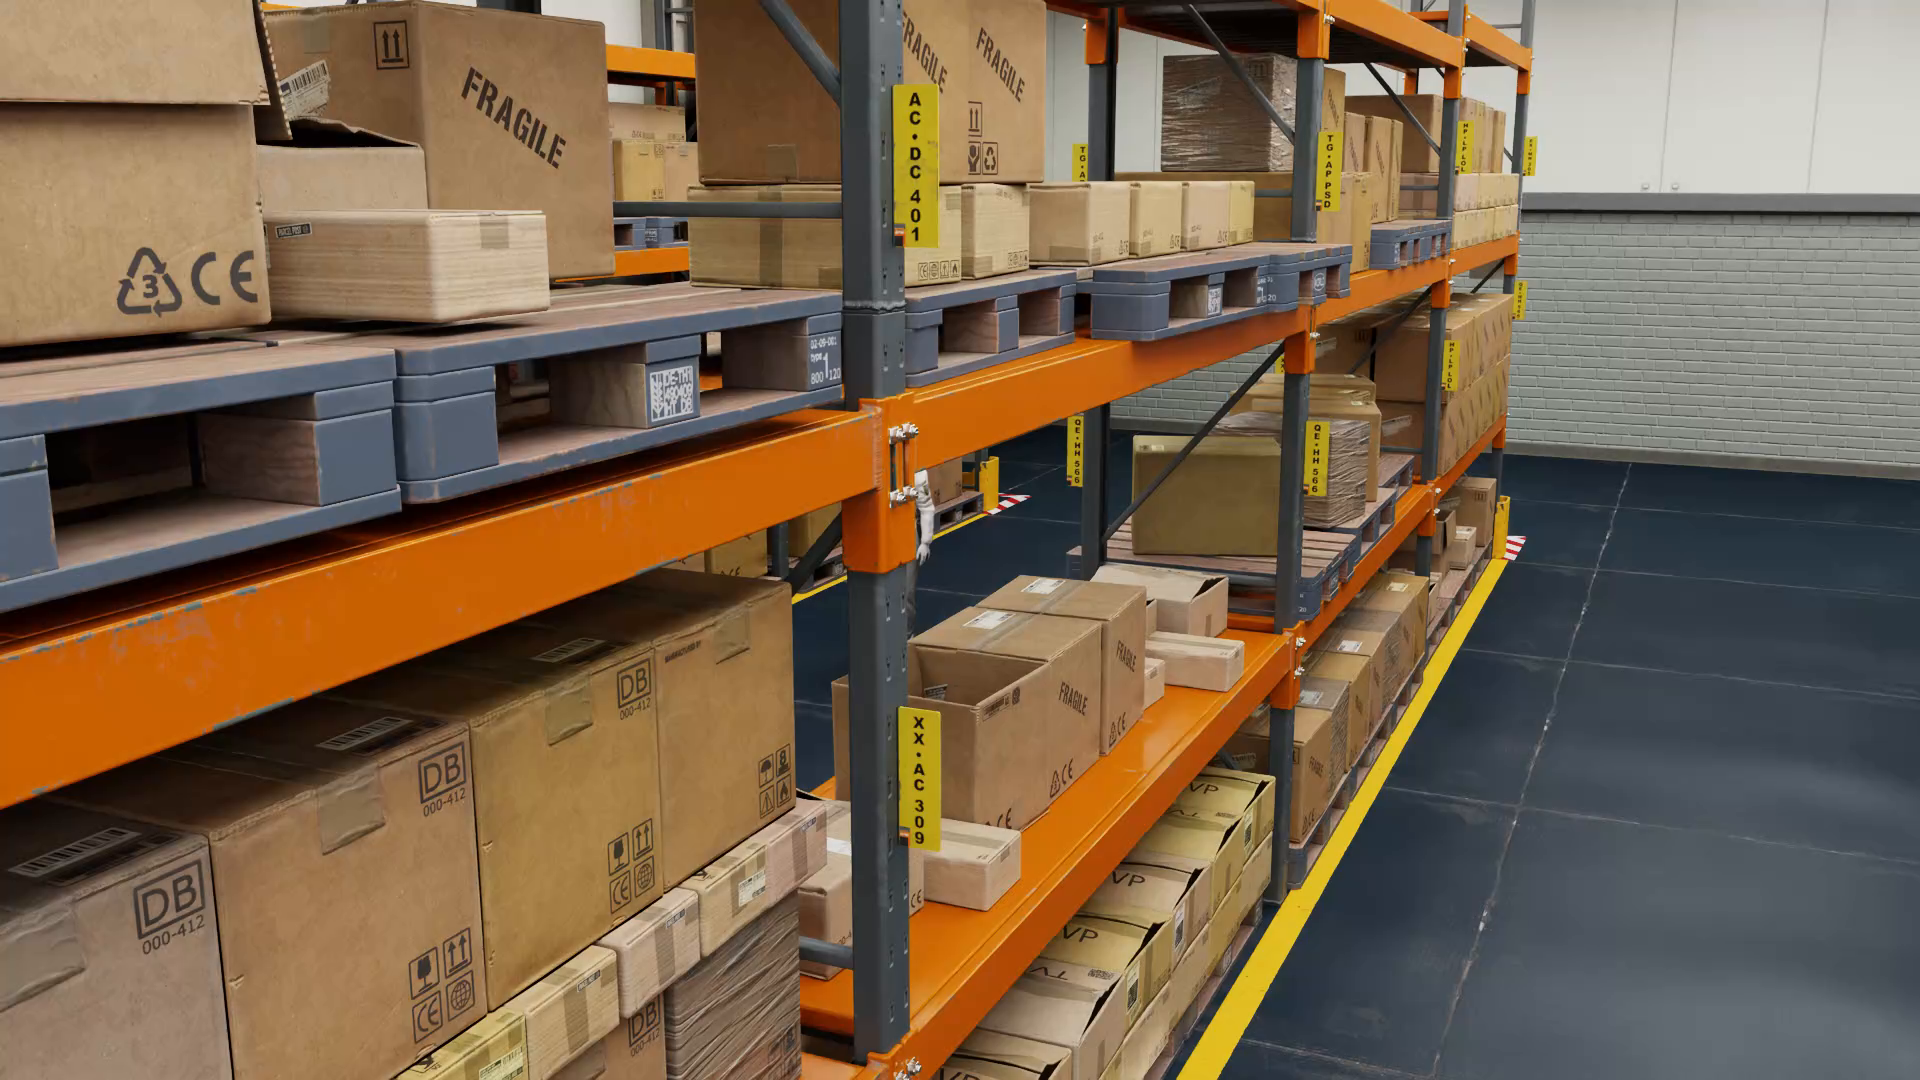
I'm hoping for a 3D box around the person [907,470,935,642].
[{"bbox_3d":[-0.448,0.016,11.387,0.538,1.662,0.414,5,13,20],"label":"person"}]
